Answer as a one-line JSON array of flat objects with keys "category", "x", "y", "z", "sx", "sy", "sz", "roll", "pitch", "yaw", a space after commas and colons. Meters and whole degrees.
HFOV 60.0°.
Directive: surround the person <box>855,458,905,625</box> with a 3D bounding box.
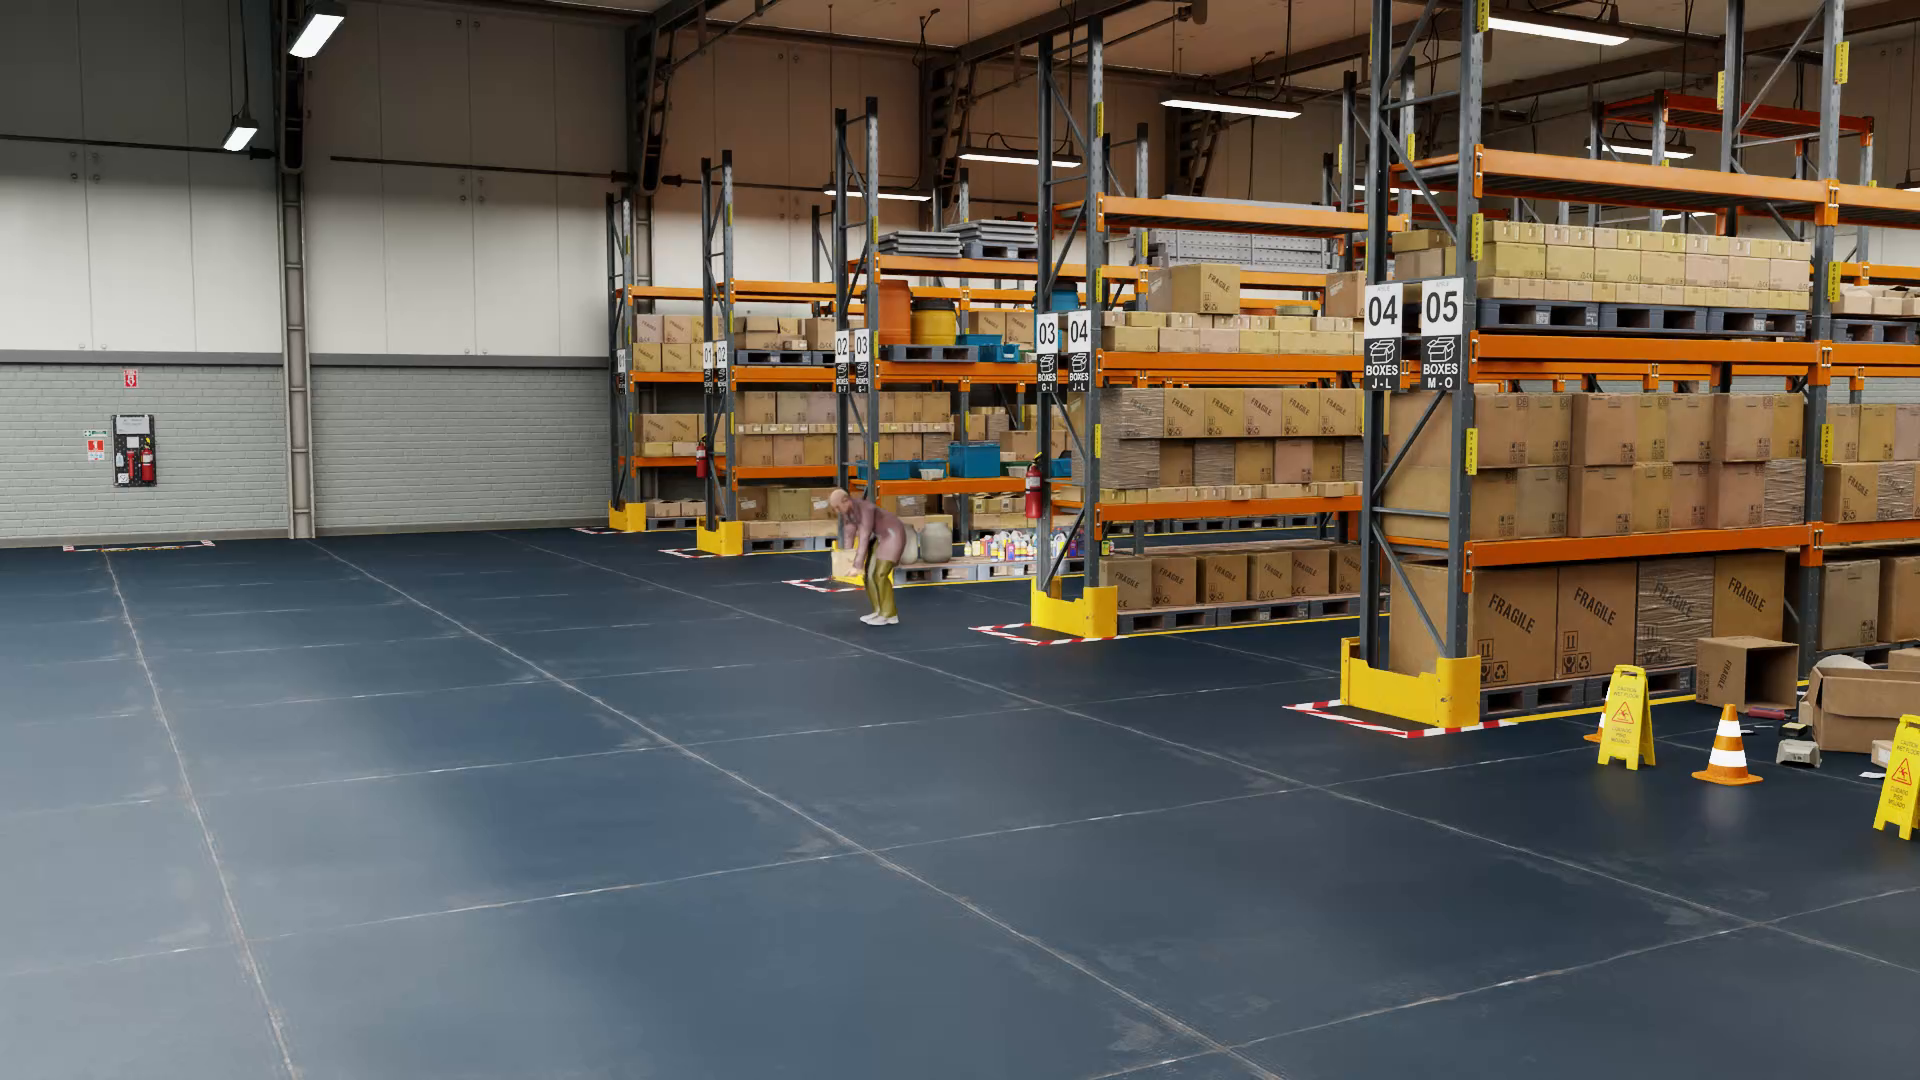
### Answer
[{"category": "person", "x": -0.881, "y": 0.010, "z": 17.312, "sx": 0.603, "sy": 1.742, "sz": 0.532, "roll": -3, "pitch": 6, "yaw": -30}]
